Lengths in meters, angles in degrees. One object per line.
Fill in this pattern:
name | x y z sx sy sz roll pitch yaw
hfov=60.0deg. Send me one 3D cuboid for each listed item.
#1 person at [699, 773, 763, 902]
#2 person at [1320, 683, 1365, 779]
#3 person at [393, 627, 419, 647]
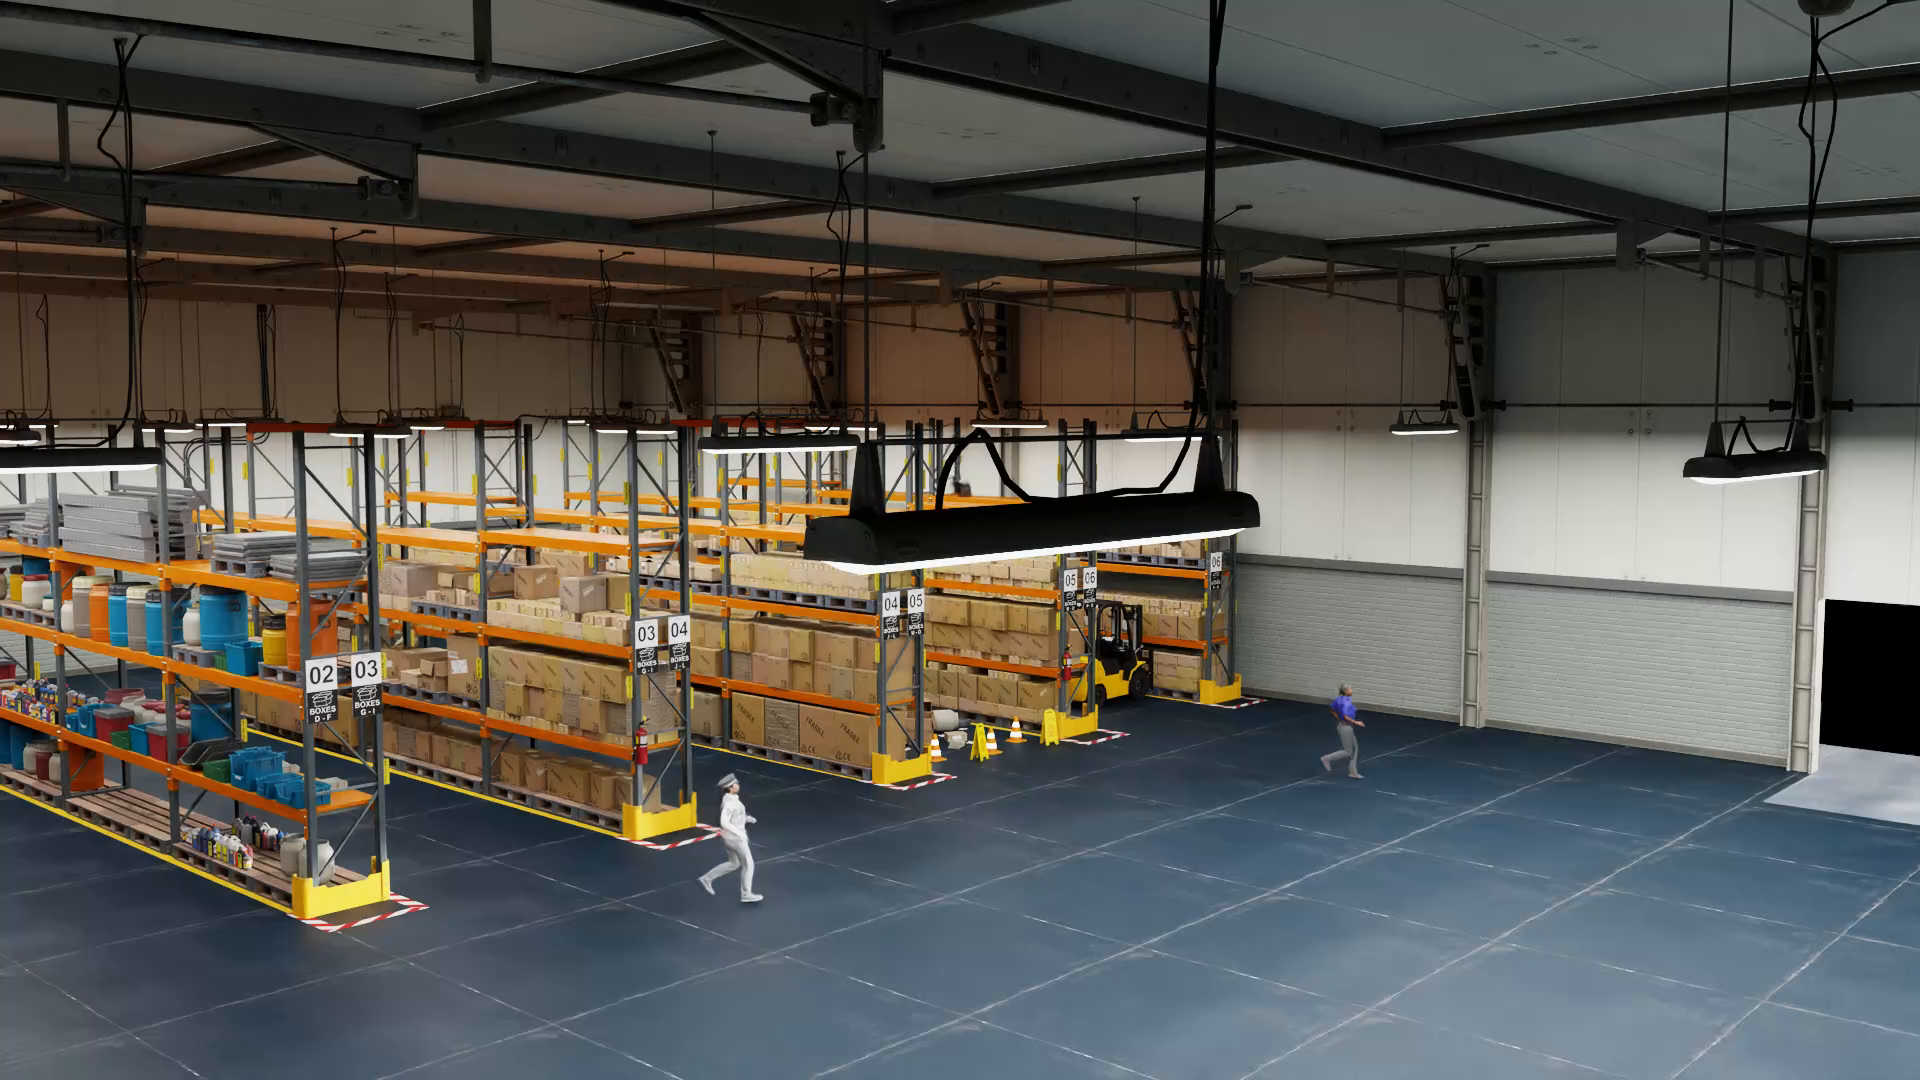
person | -2.905 3.774 21.069 0.799 1.663 0.626 -1 5 -16
person | 6.468 3.235 28.114 0.791 1.649 0.578 0 5 -3
person | -11.907 2.641 35.687 0.750 1.606 0.575 3 6 34
